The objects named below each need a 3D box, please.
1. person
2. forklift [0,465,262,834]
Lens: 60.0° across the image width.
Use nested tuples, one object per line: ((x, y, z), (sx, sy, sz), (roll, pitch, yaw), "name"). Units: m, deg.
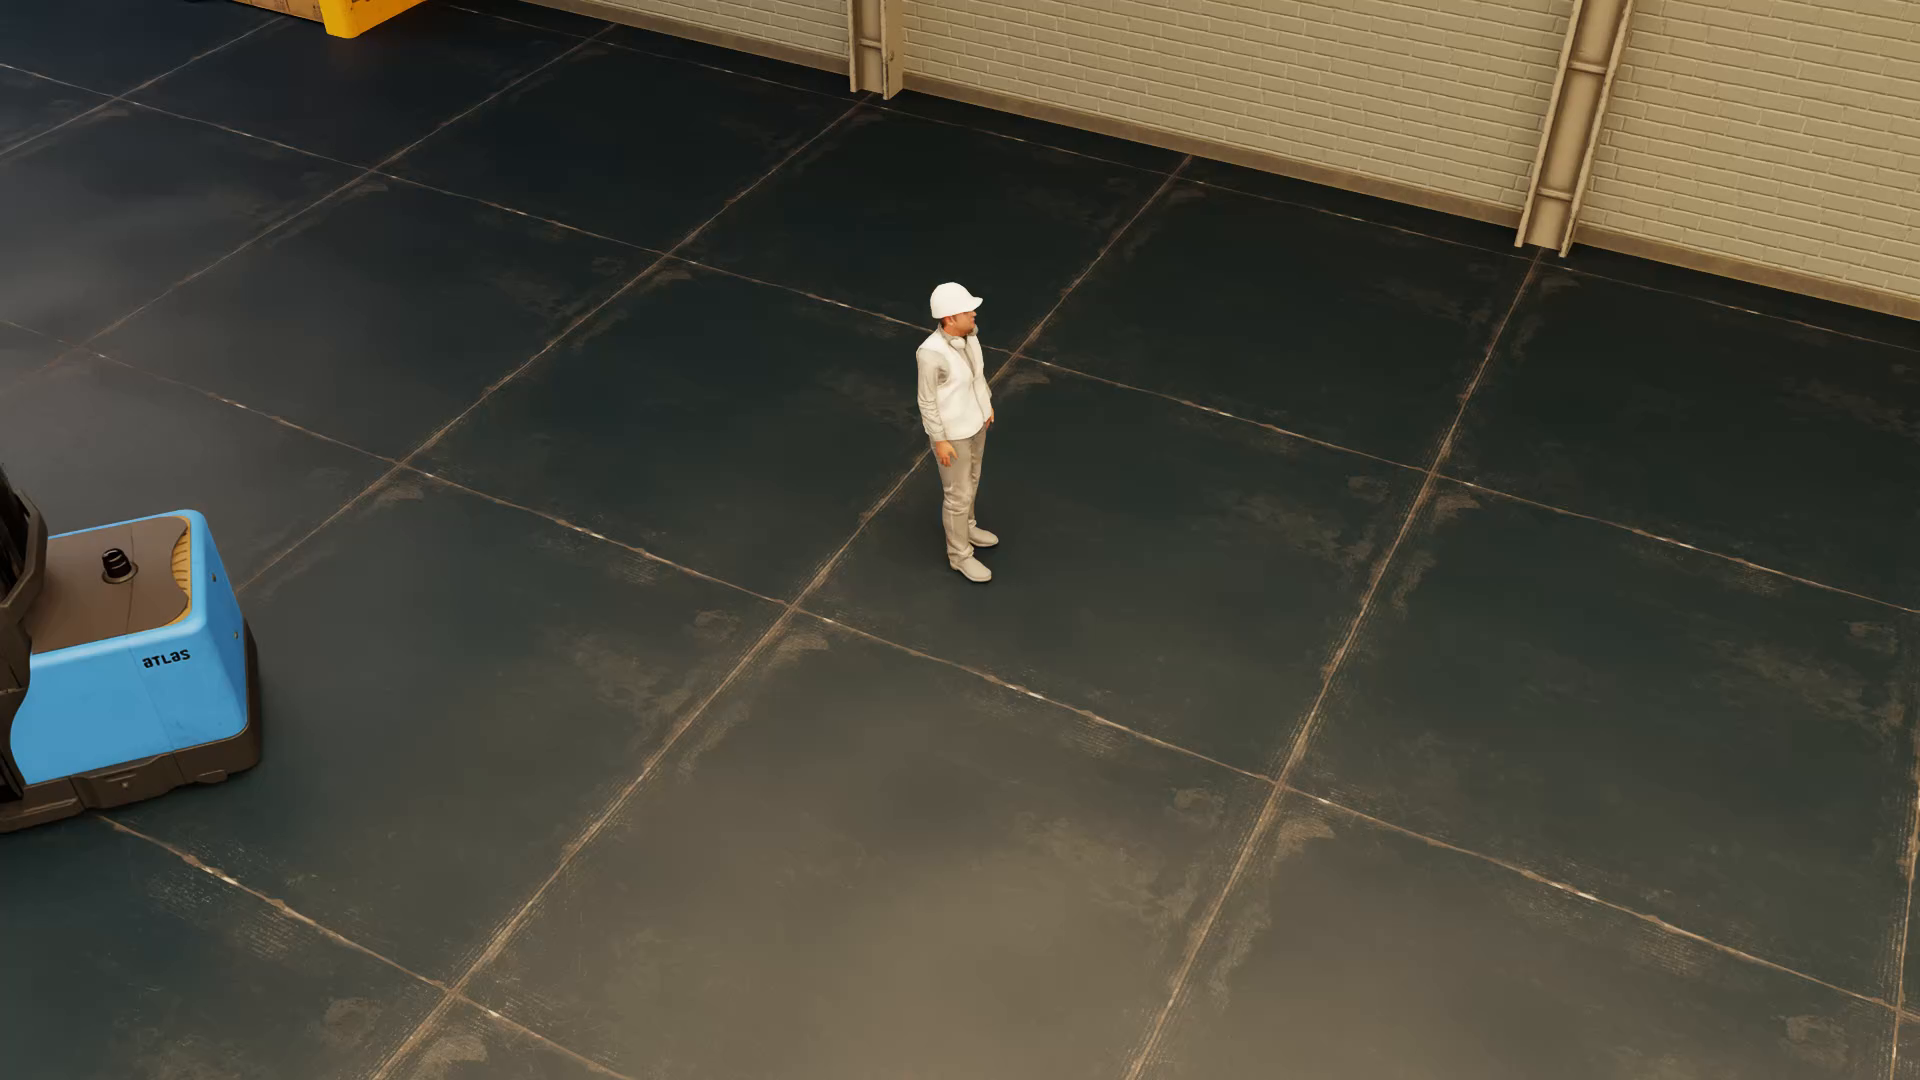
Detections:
((0.053, -0.660, 9.660), (0.566, 1.770, 0.634), (18, 43, 21), "person")
((-5.267, 0.133, 7.829), (3.031, 2.935, 1.130), (-13, 42, -15), "forklift")
